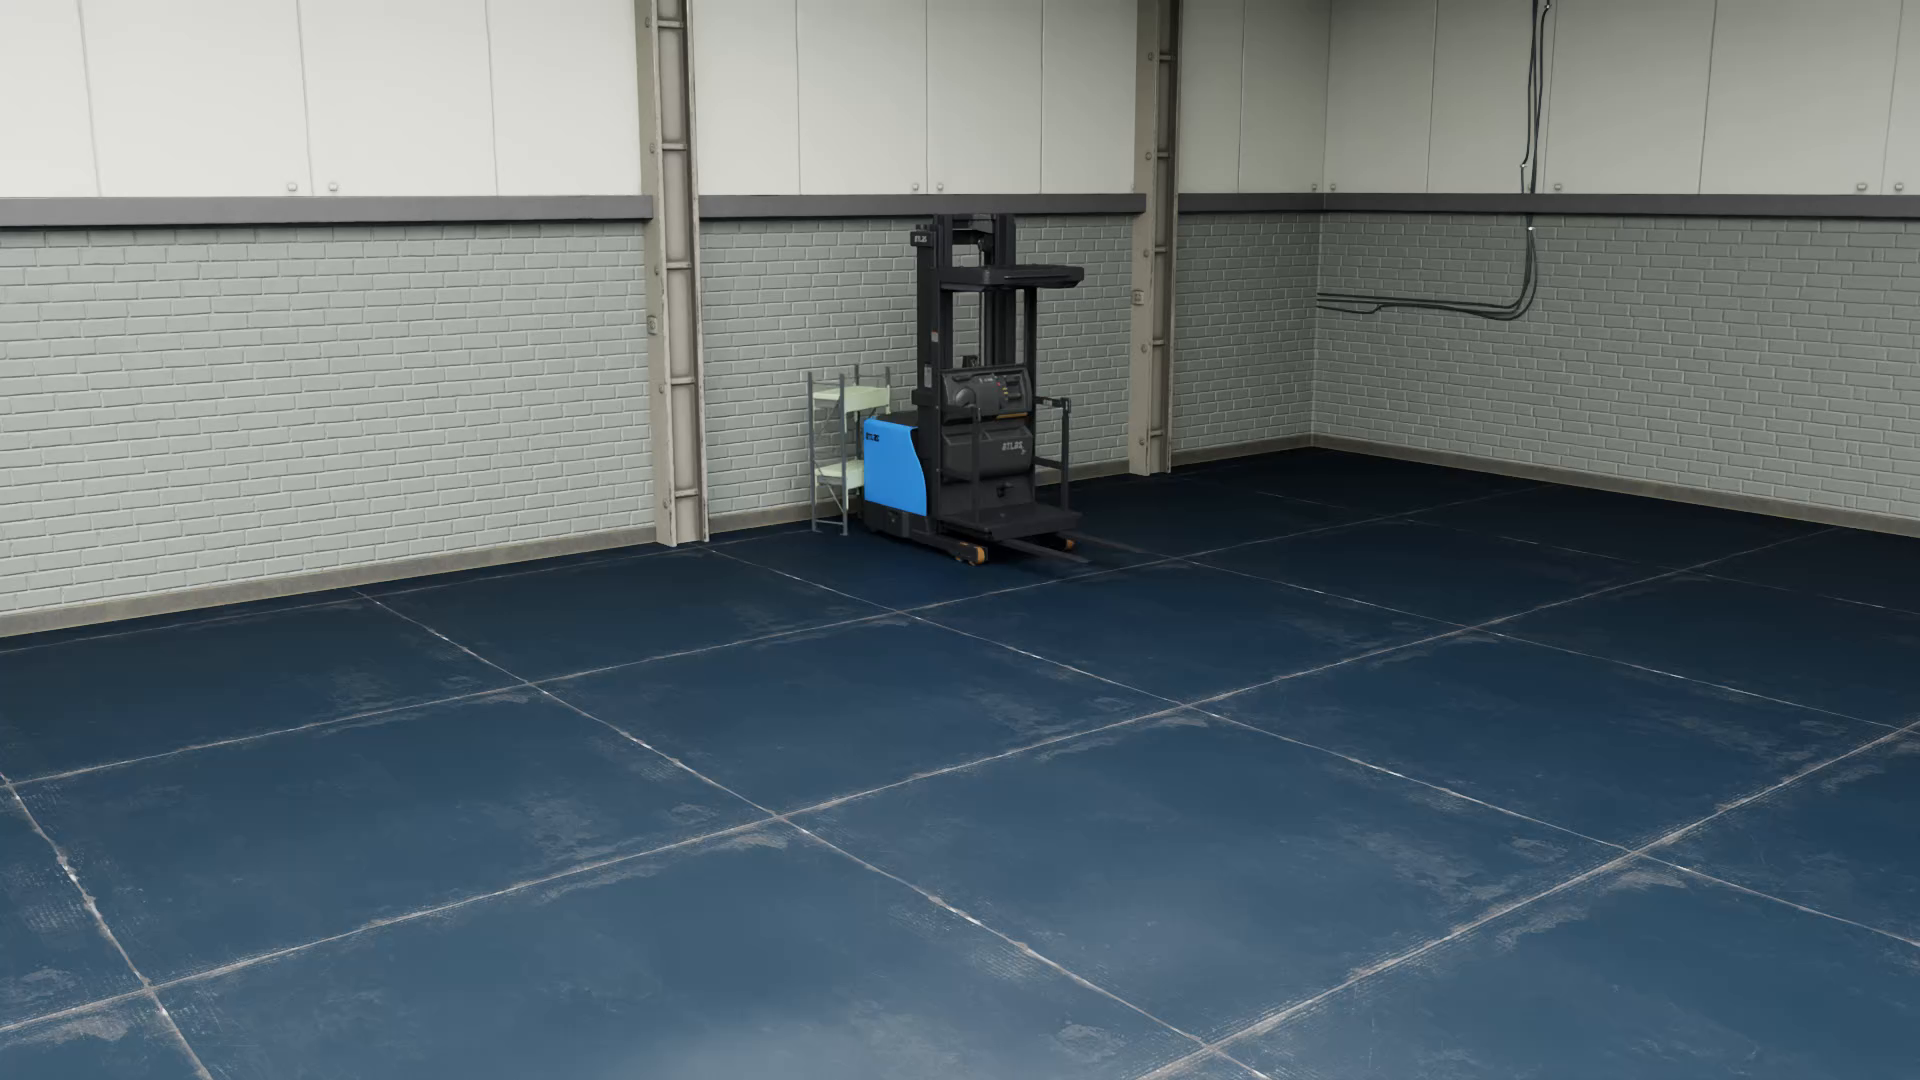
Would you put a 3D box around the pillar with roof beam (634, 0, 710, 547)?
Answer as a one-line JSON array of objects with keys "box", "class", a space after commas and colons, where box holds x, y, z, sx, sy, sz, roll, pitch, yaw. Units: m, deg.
[{"box": [0.151, -3.694, 10.984, 0.400, 9.000, 9.100, -9, 15, -38], "class": "pillar with roof beam"}]

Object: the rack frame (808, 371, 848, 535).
[{"box": [-1.225, -0.800, 15.393, 0.400, 1.500, 0.023, 7, 14, 32], "class": "rack frame"}]

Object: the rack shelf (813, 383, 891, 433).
[{"box": [-1.032, -1.246, 15.617, 0.431, 0.370, 0.720, 7, 14, 32], "class": "rack shelf"}]

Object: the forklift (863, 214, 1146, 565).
[{"box": [0.371, -1.330, 14.457, 1.130, 2.935, 3.031, -9, 15, -36], "class": "forklift"}]

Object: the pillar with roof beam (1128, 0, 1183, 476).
[{"box": [4.836, -4.473, 14.650, 0.400, 9.000, 9.100, -9, 15, -38], "class": "pillar with roof beam"}]

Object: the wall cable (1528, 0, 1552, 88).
[{"box": [6.963, -5.852, 16.460, 0.112, 2.526, 3.097, -9, 15, -38], "class": "wall cable"}]

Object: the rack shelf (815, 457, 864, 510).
[{"box": [-1.025, -0.545, 15.761, 0.431, 0.370, 0.720, 7, 14, 32], "class": "rack shelf"}]

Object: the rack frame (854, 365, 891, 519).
[{"box": [-0.832, -0.928, 15.997, 0.400, 1.500, 0.023, 7, 14, 32], "class": "rack frame"}]

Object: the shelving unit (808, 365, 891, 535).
[{"box": [-1.028, -0.864, 15.695, 0.431, 1.500, 0.755, 7, 14, 32], "class": "shelving unit"}]

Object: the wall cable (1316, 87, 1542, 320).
[{"box": [5.273, -3.820, 19.051, 0.112, 2.526, 3.097, -9, 15, -38], "class": "wall cable"}]
